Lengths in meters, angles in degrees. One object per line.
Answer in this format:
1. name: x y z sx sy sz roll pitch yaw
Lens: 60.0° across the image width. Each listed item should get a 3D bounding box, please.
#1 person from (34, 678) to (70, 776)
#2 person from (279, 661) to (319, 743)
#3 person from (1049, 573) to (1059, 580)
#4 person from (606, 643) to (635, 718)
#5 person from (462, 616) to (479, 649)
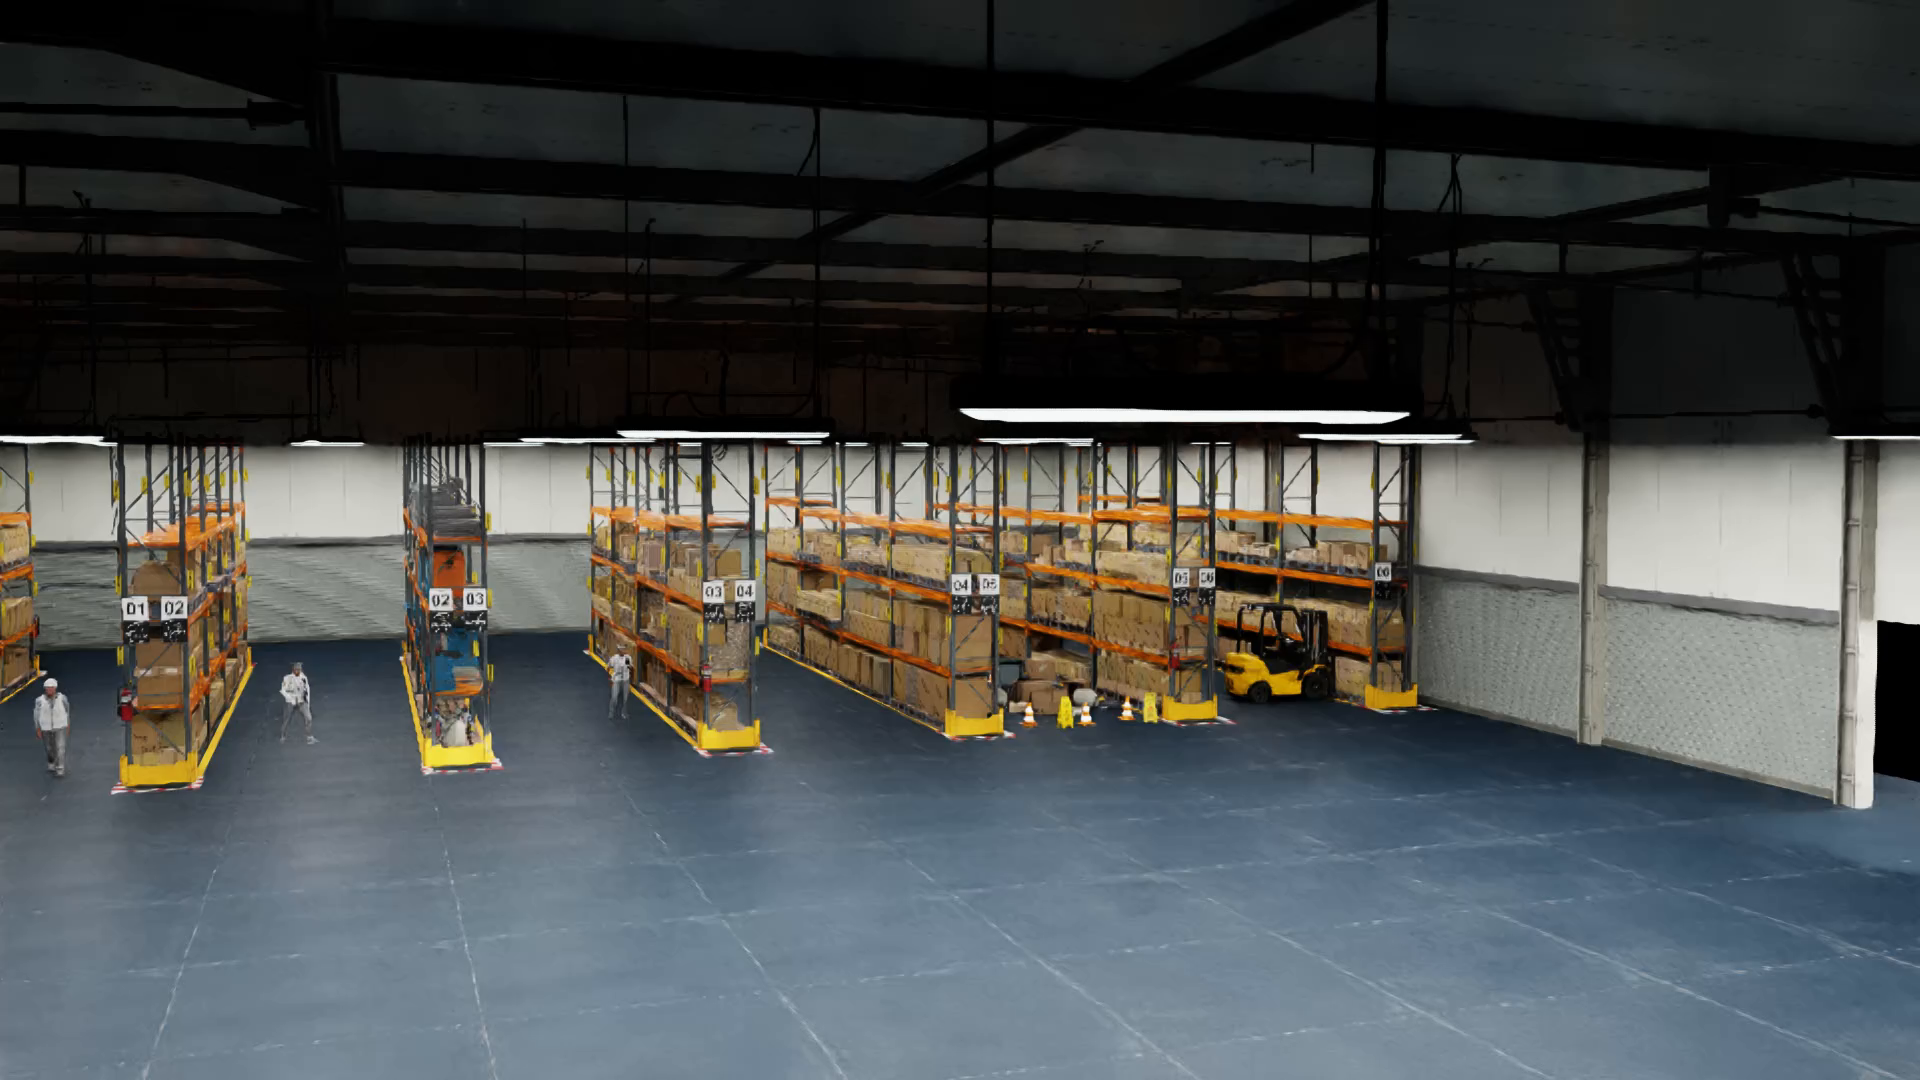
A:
1. person: -15.860 3.245 29.036 0.546 1.695 1.106 -1 3 -22
2. person: -12.853 3.125 32.192 0.639 1.610 0.807 -2 4 -37
3. person: 3.303 1.728 55.929 0.745 1.771 0.529 2 4 34
4. person: -7.174 2.967 35.161 0.592 1.630 0.532 -1 3 -21
5. person: -13.970 2.294 47.051 0.476 1.662 0.686 1 3 17
